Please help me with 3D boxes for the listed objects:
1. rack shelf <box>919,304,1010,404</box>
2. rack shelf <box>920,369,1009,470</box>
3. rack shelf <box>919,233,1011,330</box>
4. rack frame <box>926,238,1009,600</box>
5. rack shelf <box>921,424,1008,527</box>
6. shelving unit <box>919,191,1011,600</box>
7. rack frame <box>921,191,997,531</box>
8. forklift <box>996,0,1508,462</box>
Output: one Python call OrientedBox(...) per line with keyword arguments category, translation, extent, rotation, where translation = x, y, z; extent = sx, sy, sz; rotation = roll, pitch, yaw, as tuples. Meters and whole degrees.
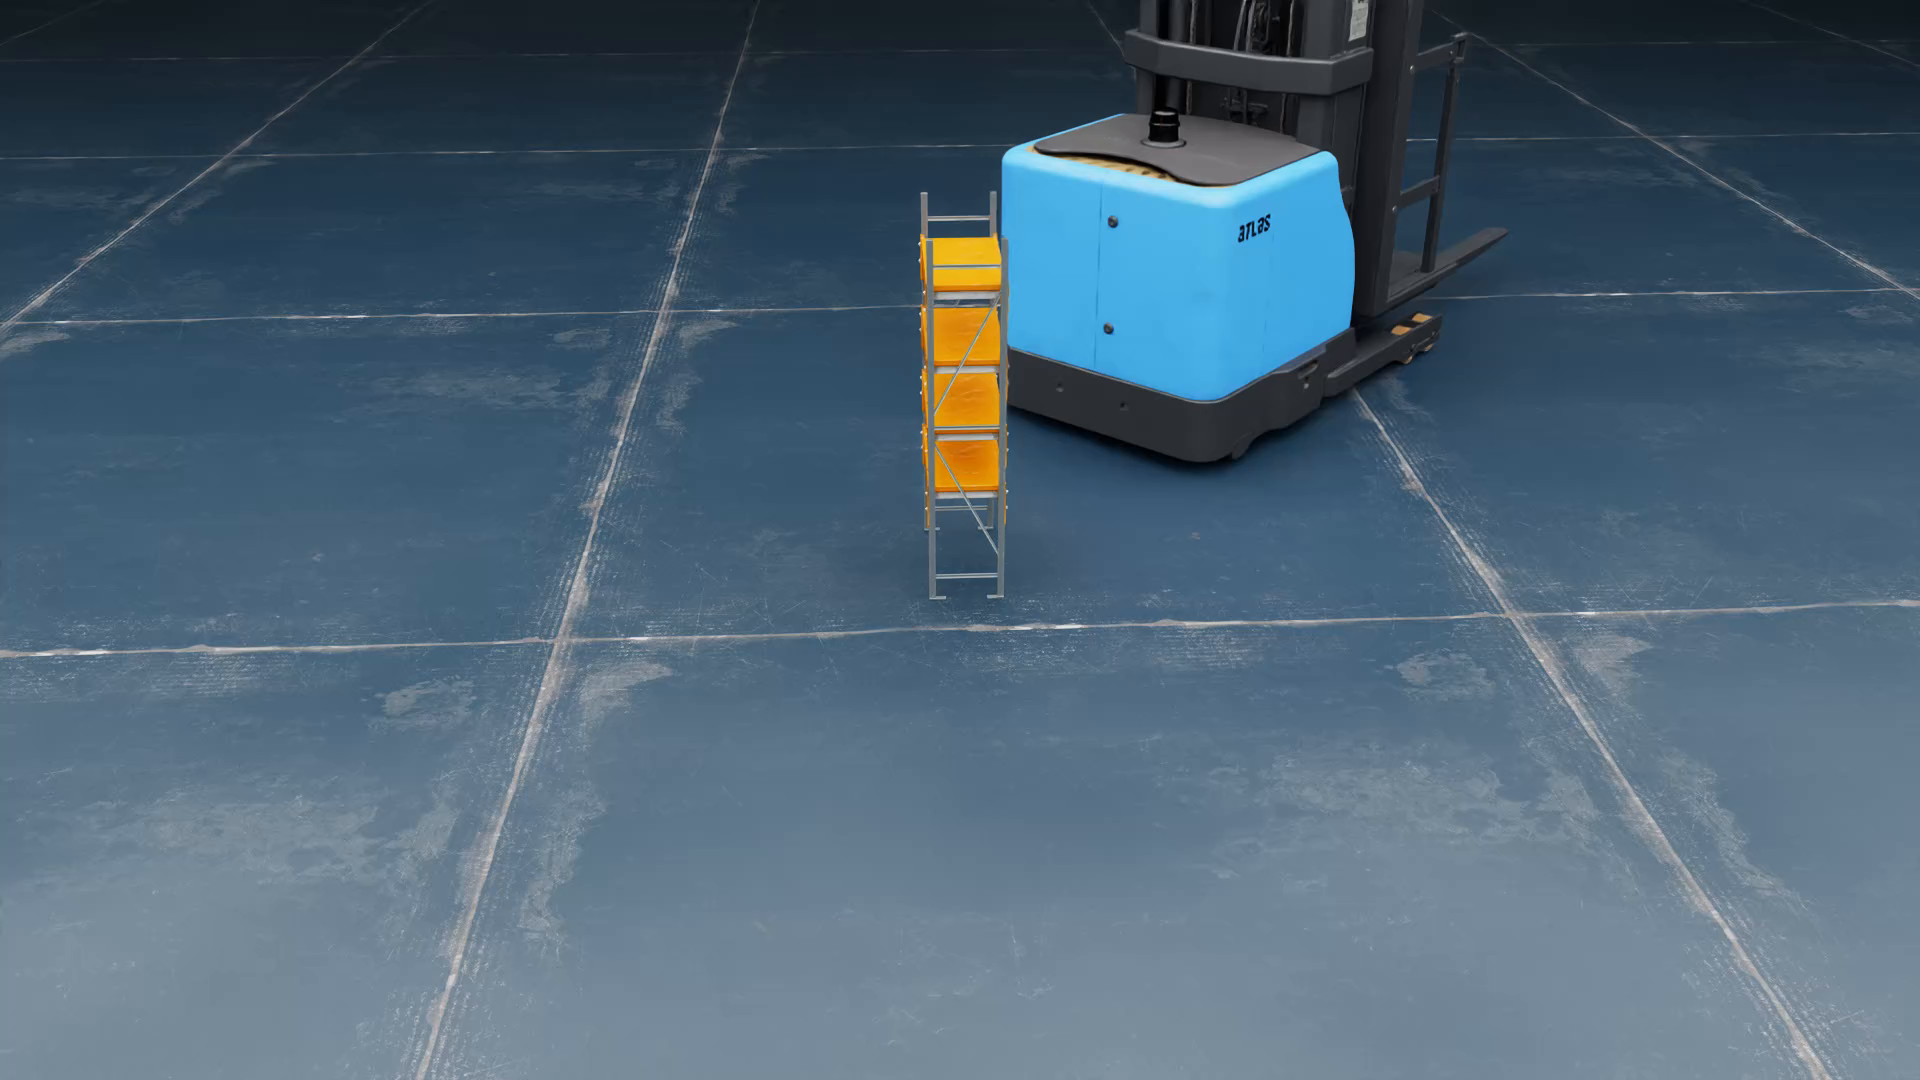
OrientedBox(category="rack shelf", translation=(0.009, -0.594, 5.254), extent=(0.258, 0.148, 0.480), rotation=(-1, 28, -3))
OrientedBox(category="rack shelf", translation=(0.009, -0.396, 5.357), extent=(0.258, 0.148, 0.480), rotation=(-1, 28, -3))
OrientedBox(category="rack shelf", translation=(0.009, -0.804, 5.144), extent=(0.258, 0.148, 0.480), rotation=(-1, 28, -3))
OrientedBox(category="rack frame", translation=(0.021, -0.343, 5.110), extent=(0.240, 1.200, 0.015), rotation=(-1, 28, -3))
OrientedBox(category="rack shelf", translation=(0.009, -0.220, 5.449), extent=(0.258, 0.148, 0.480), rotation=(-1, 28, -3))
OrientedBox(category="shelving unit", translation=(0.009, -0.456, 5.326), extent=(0.258, 1.200, 0.503), rotation=(-1, 28, -3))
OrientedBox(category="rack frame", translation=(-0.004, -0.568, 5.542), extent=(0.240, 1.200, 0.015), rotation=(-1, 28, -3))
OrientedBox(category="forklift", translation=(1.474, -2.194, 6.786), extent=(1.130, 2.935, 3.031), rotation=(21, 34, 35))
